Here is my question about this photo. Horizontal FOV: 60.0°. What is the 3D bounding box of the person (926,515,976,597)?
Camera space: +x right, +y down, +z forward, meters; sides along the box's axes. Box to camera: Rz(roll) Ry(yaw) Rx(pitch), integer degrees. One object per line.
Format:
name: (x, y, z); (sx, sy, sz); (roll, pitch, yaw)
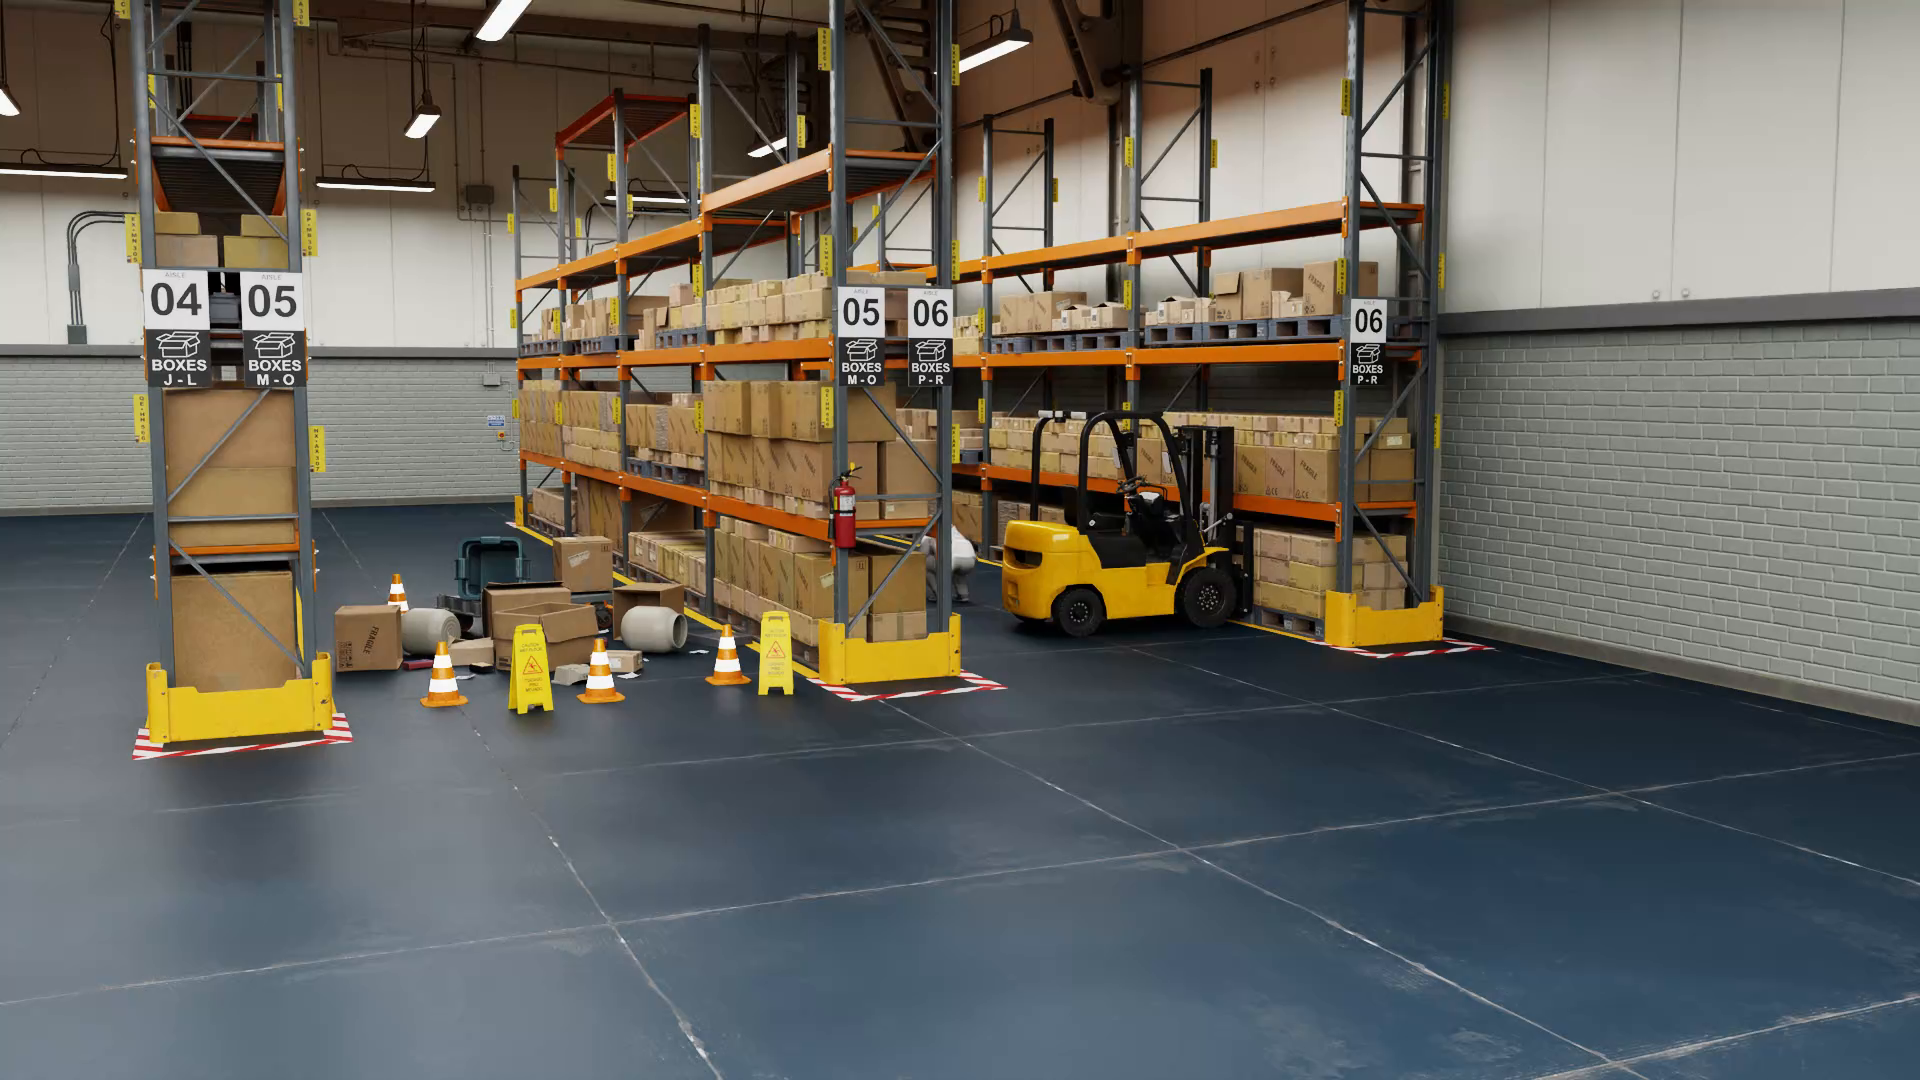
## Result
person: (-0.167, 0.187, 18.602); (0.495, 0.907, 0.845); (-3, 6, -25)
